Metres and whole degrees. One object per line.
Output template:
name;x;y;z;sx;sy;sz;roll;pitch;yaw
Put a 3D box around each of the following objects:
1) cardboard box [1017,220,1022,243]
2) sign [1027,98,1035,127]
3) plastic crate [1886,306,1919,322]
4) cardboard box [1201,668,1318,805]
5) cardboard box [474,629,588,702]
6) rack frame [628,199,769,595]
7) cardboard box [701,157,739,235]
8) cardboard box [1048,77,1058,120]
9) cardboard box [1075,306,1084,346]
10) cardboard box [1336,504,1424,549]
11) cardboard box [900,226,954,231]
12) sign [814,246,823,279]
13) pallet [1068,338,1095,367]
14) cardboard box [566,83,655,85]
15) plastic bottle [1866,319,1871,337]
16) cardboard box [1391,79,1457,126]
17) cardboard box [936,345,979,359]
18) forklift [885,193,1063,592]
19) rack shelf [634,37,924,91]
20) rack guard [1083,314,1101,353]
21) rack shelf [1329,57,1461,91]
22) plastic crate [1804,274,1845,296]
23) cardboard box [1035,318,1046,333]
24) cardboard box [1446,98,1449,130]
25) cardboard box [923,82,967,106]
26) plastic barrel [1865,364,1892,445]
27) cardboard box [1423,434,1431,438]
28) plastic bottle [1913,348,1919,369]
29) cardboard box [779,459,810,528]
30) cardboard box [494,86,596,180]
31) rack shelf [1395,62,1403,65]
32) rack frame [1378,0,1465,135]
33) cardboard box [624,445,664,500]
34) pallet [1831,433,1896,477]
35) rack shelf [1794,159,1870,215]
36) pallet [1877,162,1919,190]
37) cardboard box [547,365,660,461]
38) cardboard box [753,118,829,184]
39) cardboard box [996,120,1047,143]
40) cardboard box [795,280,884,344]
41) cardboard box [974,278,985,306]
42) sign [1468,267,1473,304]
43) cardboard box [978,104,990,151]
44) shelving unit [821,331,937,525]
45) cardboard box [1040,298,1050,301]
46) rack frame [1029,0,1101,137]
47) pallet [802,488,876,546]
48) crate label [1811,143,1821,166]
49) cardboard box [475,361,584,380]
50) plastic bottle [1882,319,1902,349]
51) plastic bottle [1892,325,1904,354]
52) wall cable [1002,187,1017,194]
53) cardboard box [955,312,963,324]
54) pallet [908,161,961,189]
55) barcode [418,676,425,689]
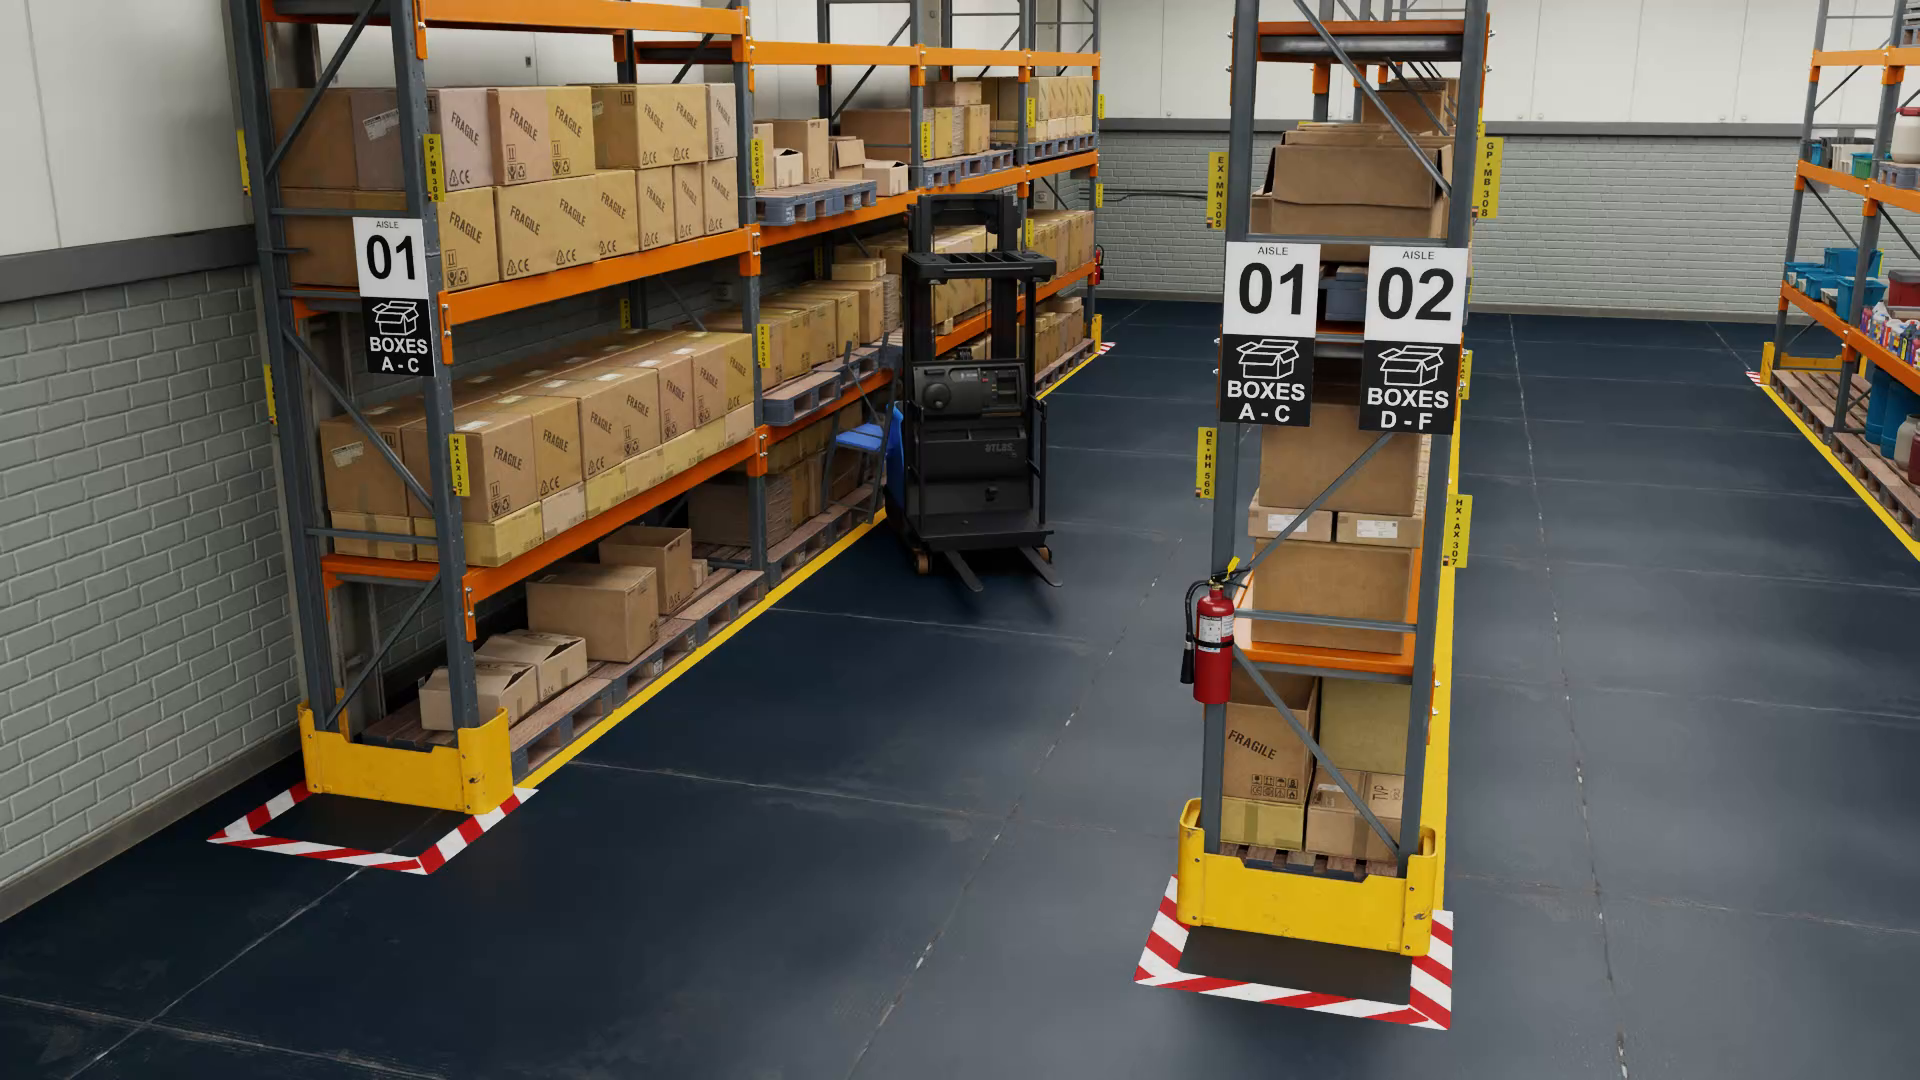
cardboard box;0.407;-3.571;19.284;0.500;0.250;0.500;5;17;17
sign;0.818;-4.955;19.282;0.100;0.325;0.005;5;16;16
plastic crate;10.062;-2.396;17.654;0.396;0.136;0.243;5;16;16
cardboard box;1.502;0.968;8.316;0.500;0.500;0.500;5;16;16
cardboard box;-2.671;0.746;10.322;0.500;0.311;0.500;6;17;20
rack frame;-1.979;-1.059;12.565;1.000;3.000;0.127;5;16;16
cardboard box;-1.886;-2.408;11.604;0.500;0.500;0.500;5;17;17
cardboard box;0.906;-5.433;20.439;0.500;0.500;0.500;4;16;15
cardboard box;1.328;-3.007;23.245;0.700;0.500;0.500;5;16;16
cardboard box;1.953;-0.075;7.726;0.380;0.149;0.250;5;16;15
cardboard box;-0.366;-3.344;18.484;0.500;0.250;0.500;4;16;14
sign;-1.375;-2.704;16.245;0.100;0.325;0.005;5;16;16
pallet;1.279;-2.641;23.255;1.003;0.211;1.213;5;16;16
cardboard box;-2.392;-2.935;11.629;0.500;0.500;0.500;5;17;17
plastic bottle;9.227;-2.159;16.807;0.097;0.201;0.097;0;16;0
cardboard box;5.147;-4.871;18.493;0.700;0.500;0.500;5;16;16
cardboard box;-0.252;-1.684;17.939;0.750;0.750;0.750;5;16;16
forklift;0.126;-1.242;13.338;1.130;2.935;3.031;-3;16;-11
rack shelf;-1.411;-3.930;13.744;1.077;0.370;4.000;5;16;16
rack guard;1.438;-3.002;23.997;1.175;0.500;0.348;5;16;16
rack shelf;3.340;-3.547;12.393;1.077;0.370;4.000;5;16;16
plastic crate;10.170;-2.995;19.588;0.416;0.233;0.300;5;16;16
cardboard box;0.878;-2.726;21.067;0.380;0.149;0.250;5;17;18
cardboard box;4.831;-4.384;17.655;0.600;0.600;0.600;3;16;11
cardboard box;-0.224;-4.850;18.070;0.500;0.250;0.500;4;16;14
plastic barrel;9.622;-1.435;16.968;0.600;0.901;0.708;5;16;16
cardboard box;2.465;-0.546;9.386;0.380;0.149;0.250;5;17;18
plastic bottle;8.672;-1.648;15.006;0.097;0.201;0.097;0;16;0
cardboard box;-1.687;-0.401;14.020;0.700;0.500;0.500;4;16;15
cardboard box;-2.447;-2.338;9.527;0.500;0.500;0.500;5;17;17
rack shelf;5.613;-5.830;19.718;1.077;0.370;4.000;5;16;16
rack frame;5.045;-5.655;17.775;1.000;3.000;0.127;5;16;16
cardboard box;-2.242;-0.455;10.673;0.500;0.250;0.500;5;17;16
pallet;9.534;-0.843;16.916;1.003;0.211;1.213;5;16;16
rack shelf;10.362;-4.004;18.769;1.077;0.370;4.000;5;16;16
pallet;9.664;-3.523;16.102;1.213;0.211;1.003;5;16;16
cardboard box;-2.254;-0.811;10.557;0.500;0.500;0.500;5;17;18
cardboard box;-1.396;-3.211;13.705;0.500;0.500;0.500;4;16;14
cardboard box;0.744;-4.933;20.050;0.500;0.250;0.500;5;16;16
cardboard box;-1.099;-2.093;15.222;0.700;0.500;0.500;3;16;11
cardboard box;-0.018;-2.816;17.996;0.500;0.500;0.500;5;17;17
sign;4.441;-2.237;14.597;0.100;0.325;0.005;5;16;16
cardboard box;-0.061;-4.633;18.680;0.700;0.500;0.500;4;16;13
shelving unit;-0.716;-1.007;14.618;0.538;1.500;1.048;14;15;13
cardboard box;1.029;-3.235;22.859;0.380;0.149;0.250;5;16;16
rack frame;1.431;-7.084;22.815;1.000;3.000;0.127;5;16;16
pallet;-1.414;-0.241;14.793;1.003;0.211;1.213;5;16;16
crate label;10.358;-4.585;19.774;0.408;0.251;0.502;5;16;16
cardboard box;-2.747;-0.849;10.688;0.500;0.500;0.500;5;17;17
plastic bottle;9.033;-1.990;16.076;0.152;0.276;0.135;5;16;16
plastic bottle;8.908;-1.899;15.763;0.097;0.271;0.097;0;16;0
wall cable;0.888;-5.095;24.935;0.084;1.984;1.851;5;16;16
cardboard box;-0.188;-2.401;17.721;0.380;0.149;0.250;5;17;17
pallet;-0.710;-3.630;16.480;1.213;0.211;1.003;5;17;18
barcode;-3.211;0.855;9.921;0.001;0.075;0.075;5;16;16
